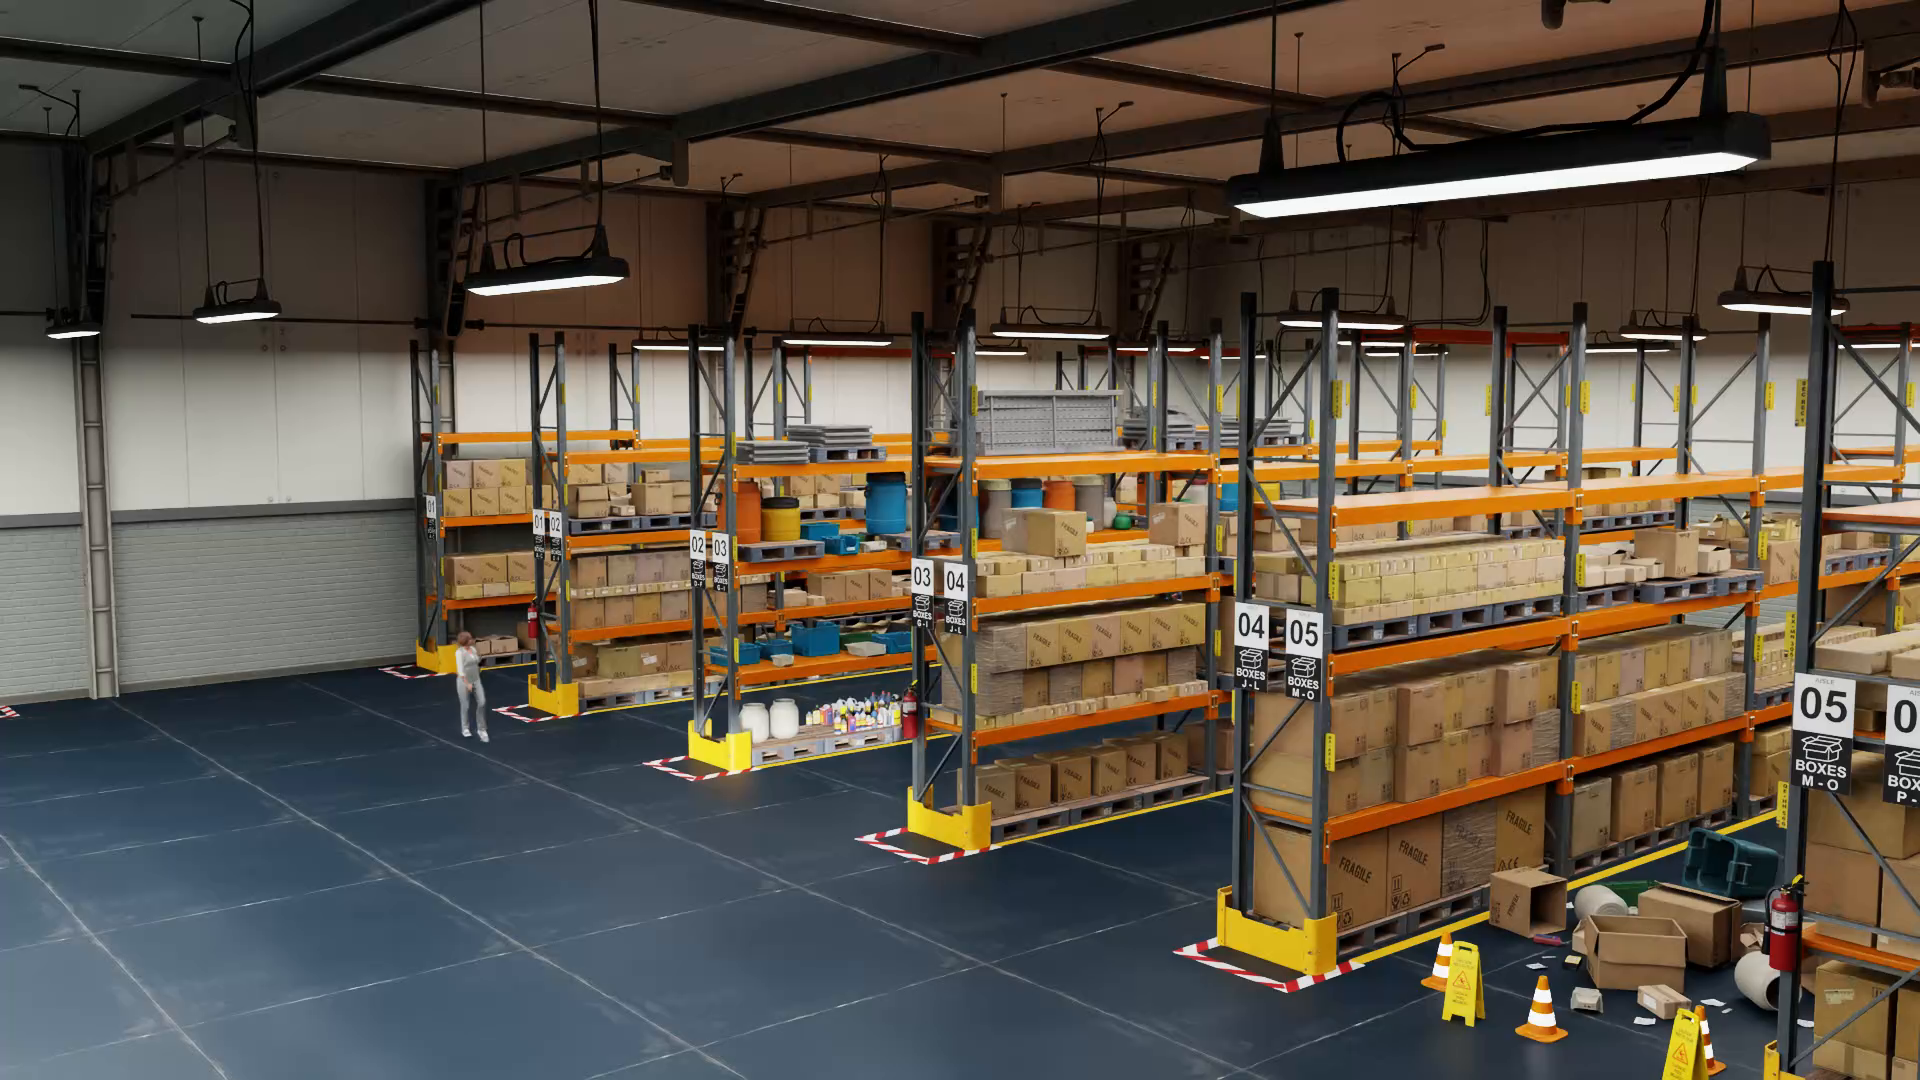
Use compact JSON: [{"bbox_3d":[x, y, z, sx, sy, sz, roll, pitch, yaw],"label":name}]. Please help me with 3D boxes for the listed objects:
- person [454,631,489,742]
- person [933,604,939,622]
[{"bbox_3d":[-7.159,2.125,24.259,0.404,1.610,0.609,-4,6,-34],"label":"person"},{"bbox_3d":[-0.563,1.018,35.620,0.555,1.729,0.449,-4,6,-34],"label":"person"}]
